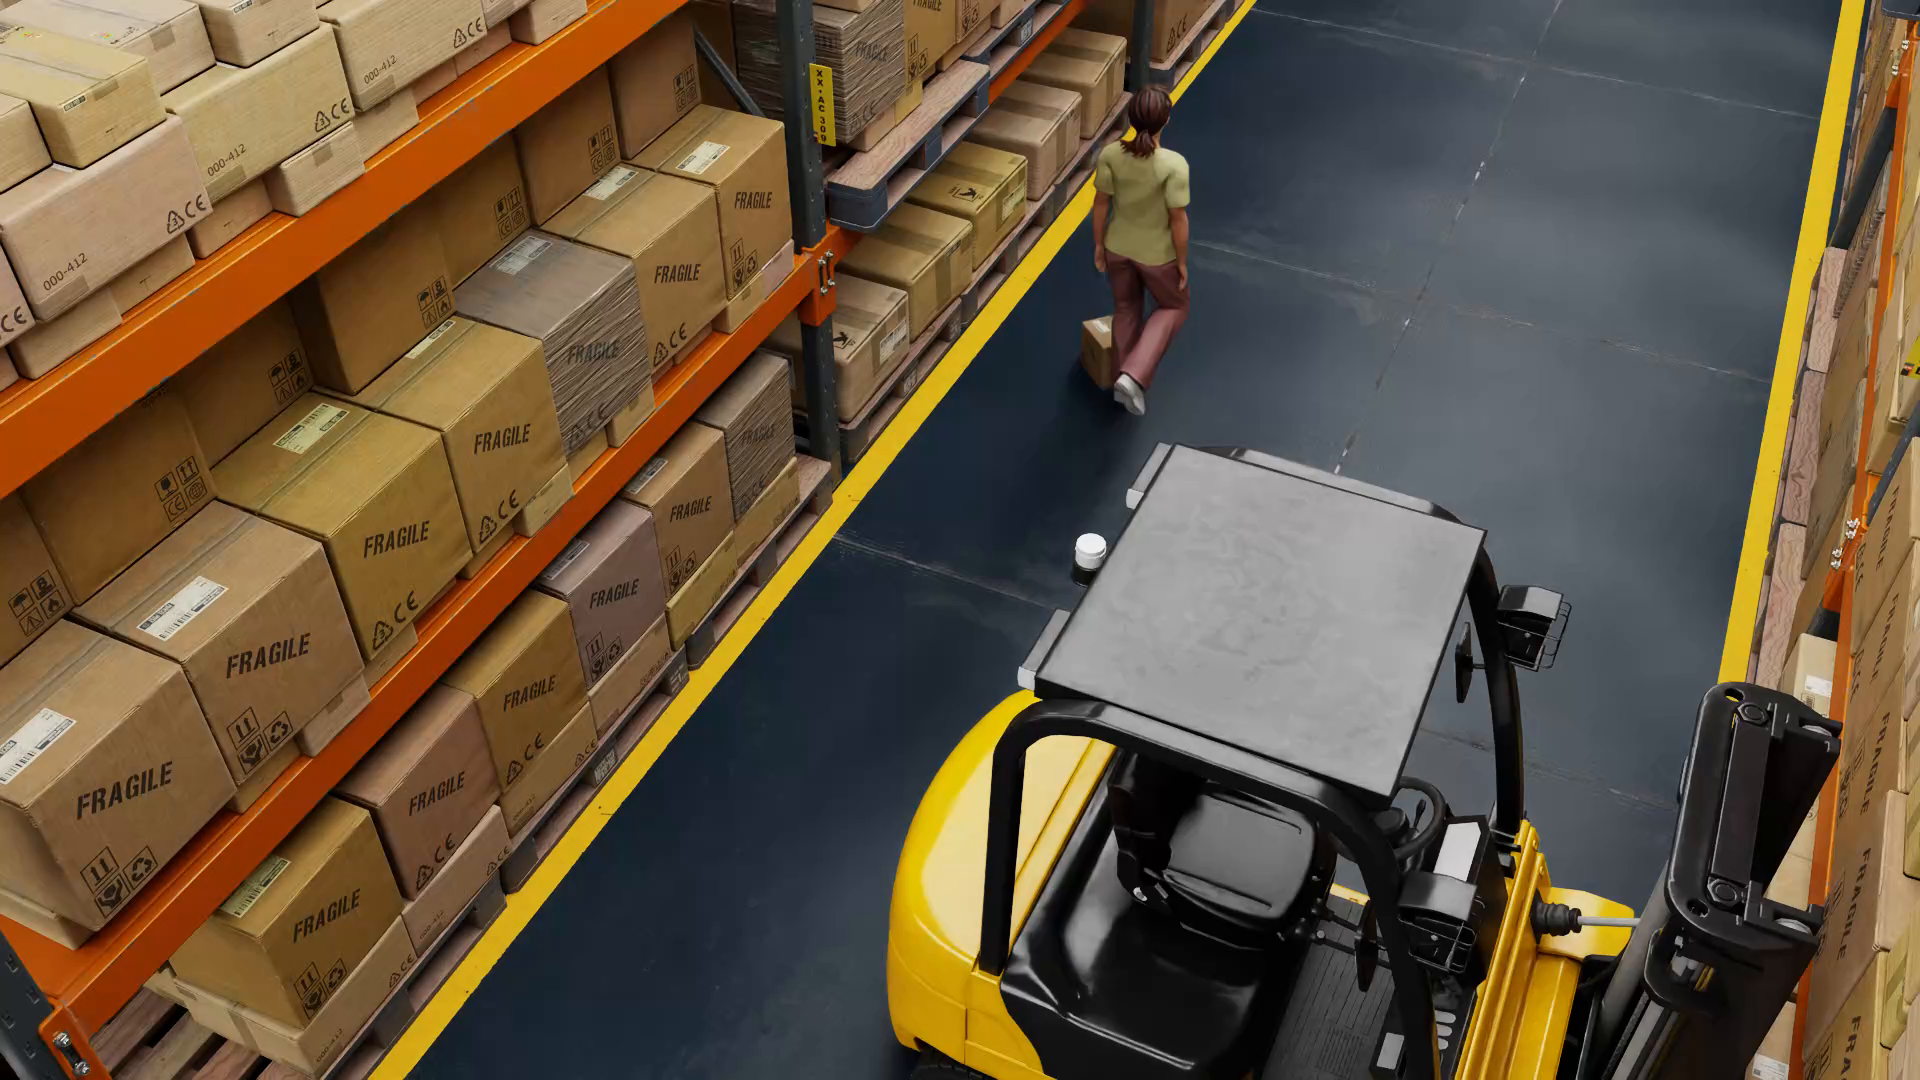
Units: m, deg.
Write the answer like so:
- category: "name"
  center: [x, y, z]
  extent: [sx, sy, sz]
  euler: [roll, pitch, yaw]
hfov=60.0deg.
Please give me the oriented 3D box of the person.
- category: "person"
  center: [0.816, -1.291, 7.549]
  extent: [0.467, 1.662, 0.532]
  euler: [20, 46, 20]
